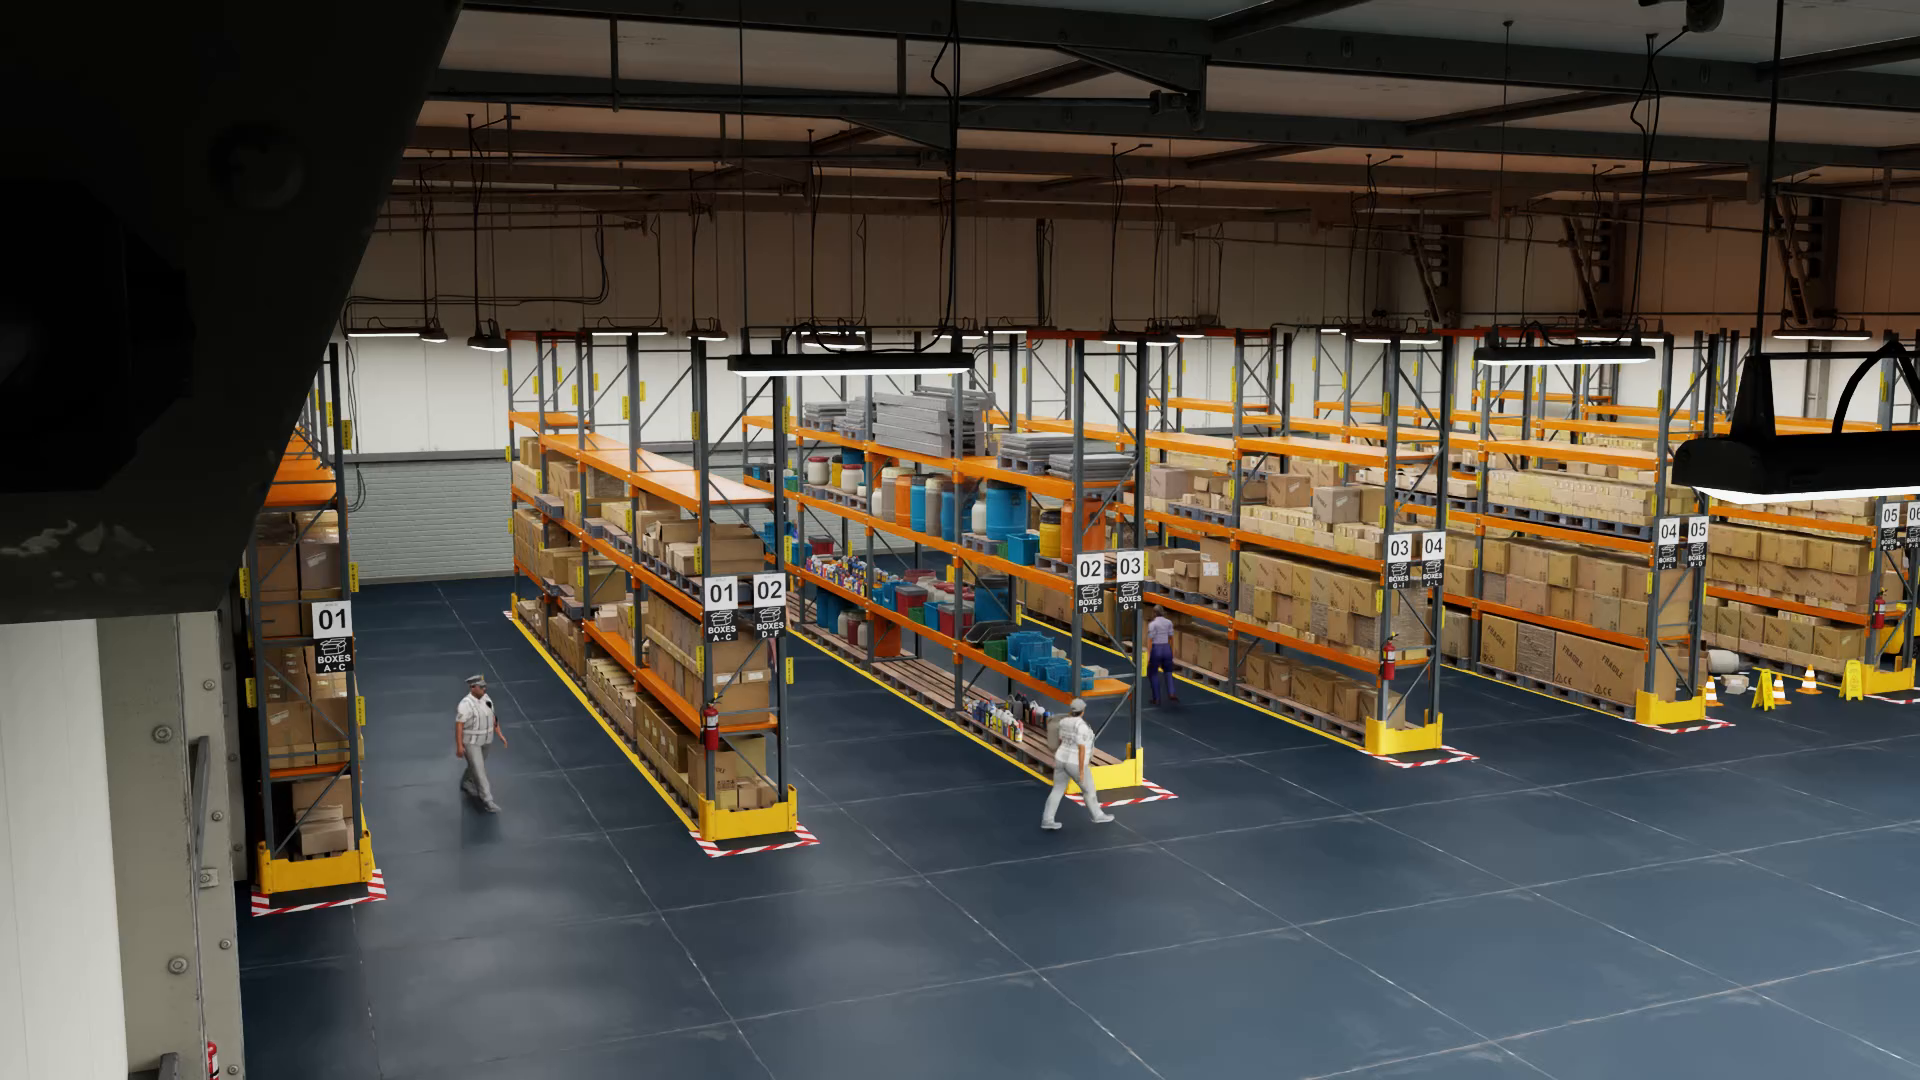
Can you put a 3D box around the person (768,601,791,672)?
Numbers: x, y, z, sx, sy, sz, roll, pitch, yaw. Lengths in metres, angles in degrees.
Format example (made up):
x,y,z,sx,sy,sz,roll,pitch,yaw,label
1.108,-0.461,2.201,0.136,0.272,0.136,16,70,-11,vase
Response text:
x,y,z,sx,sy,sz,roll,pitch,yaw,label
-3.288,1.492,29.644,0.507,1.603,1.064,-3,8,-22,person

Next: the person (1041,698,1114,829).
x,y,z,sx,sy,sz,roll,pitch,yaw,label
1.437,2.735,20.511,0.995,1.592,0.538,-6,10,-36,person

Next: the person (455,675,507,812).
x,y,z,sx,sy,sz,roll,pitch,yaw,label
-6.184,2.557,21.387,1.114,1.692,0.621,6,10,38,person

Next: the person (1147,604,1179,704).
x,y,z,sx,sy,sz,roll,pitch,yaw,label
3.270,1.860,26.997,0.537,1.645,0.494,-3,8,-23,person

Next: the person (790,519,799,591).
x,y,z,sx,sy,sz,roll,pitch,yaw,label
-3.715,0.370,37.927,0.477,1.706,0.507,1,8,10,person
